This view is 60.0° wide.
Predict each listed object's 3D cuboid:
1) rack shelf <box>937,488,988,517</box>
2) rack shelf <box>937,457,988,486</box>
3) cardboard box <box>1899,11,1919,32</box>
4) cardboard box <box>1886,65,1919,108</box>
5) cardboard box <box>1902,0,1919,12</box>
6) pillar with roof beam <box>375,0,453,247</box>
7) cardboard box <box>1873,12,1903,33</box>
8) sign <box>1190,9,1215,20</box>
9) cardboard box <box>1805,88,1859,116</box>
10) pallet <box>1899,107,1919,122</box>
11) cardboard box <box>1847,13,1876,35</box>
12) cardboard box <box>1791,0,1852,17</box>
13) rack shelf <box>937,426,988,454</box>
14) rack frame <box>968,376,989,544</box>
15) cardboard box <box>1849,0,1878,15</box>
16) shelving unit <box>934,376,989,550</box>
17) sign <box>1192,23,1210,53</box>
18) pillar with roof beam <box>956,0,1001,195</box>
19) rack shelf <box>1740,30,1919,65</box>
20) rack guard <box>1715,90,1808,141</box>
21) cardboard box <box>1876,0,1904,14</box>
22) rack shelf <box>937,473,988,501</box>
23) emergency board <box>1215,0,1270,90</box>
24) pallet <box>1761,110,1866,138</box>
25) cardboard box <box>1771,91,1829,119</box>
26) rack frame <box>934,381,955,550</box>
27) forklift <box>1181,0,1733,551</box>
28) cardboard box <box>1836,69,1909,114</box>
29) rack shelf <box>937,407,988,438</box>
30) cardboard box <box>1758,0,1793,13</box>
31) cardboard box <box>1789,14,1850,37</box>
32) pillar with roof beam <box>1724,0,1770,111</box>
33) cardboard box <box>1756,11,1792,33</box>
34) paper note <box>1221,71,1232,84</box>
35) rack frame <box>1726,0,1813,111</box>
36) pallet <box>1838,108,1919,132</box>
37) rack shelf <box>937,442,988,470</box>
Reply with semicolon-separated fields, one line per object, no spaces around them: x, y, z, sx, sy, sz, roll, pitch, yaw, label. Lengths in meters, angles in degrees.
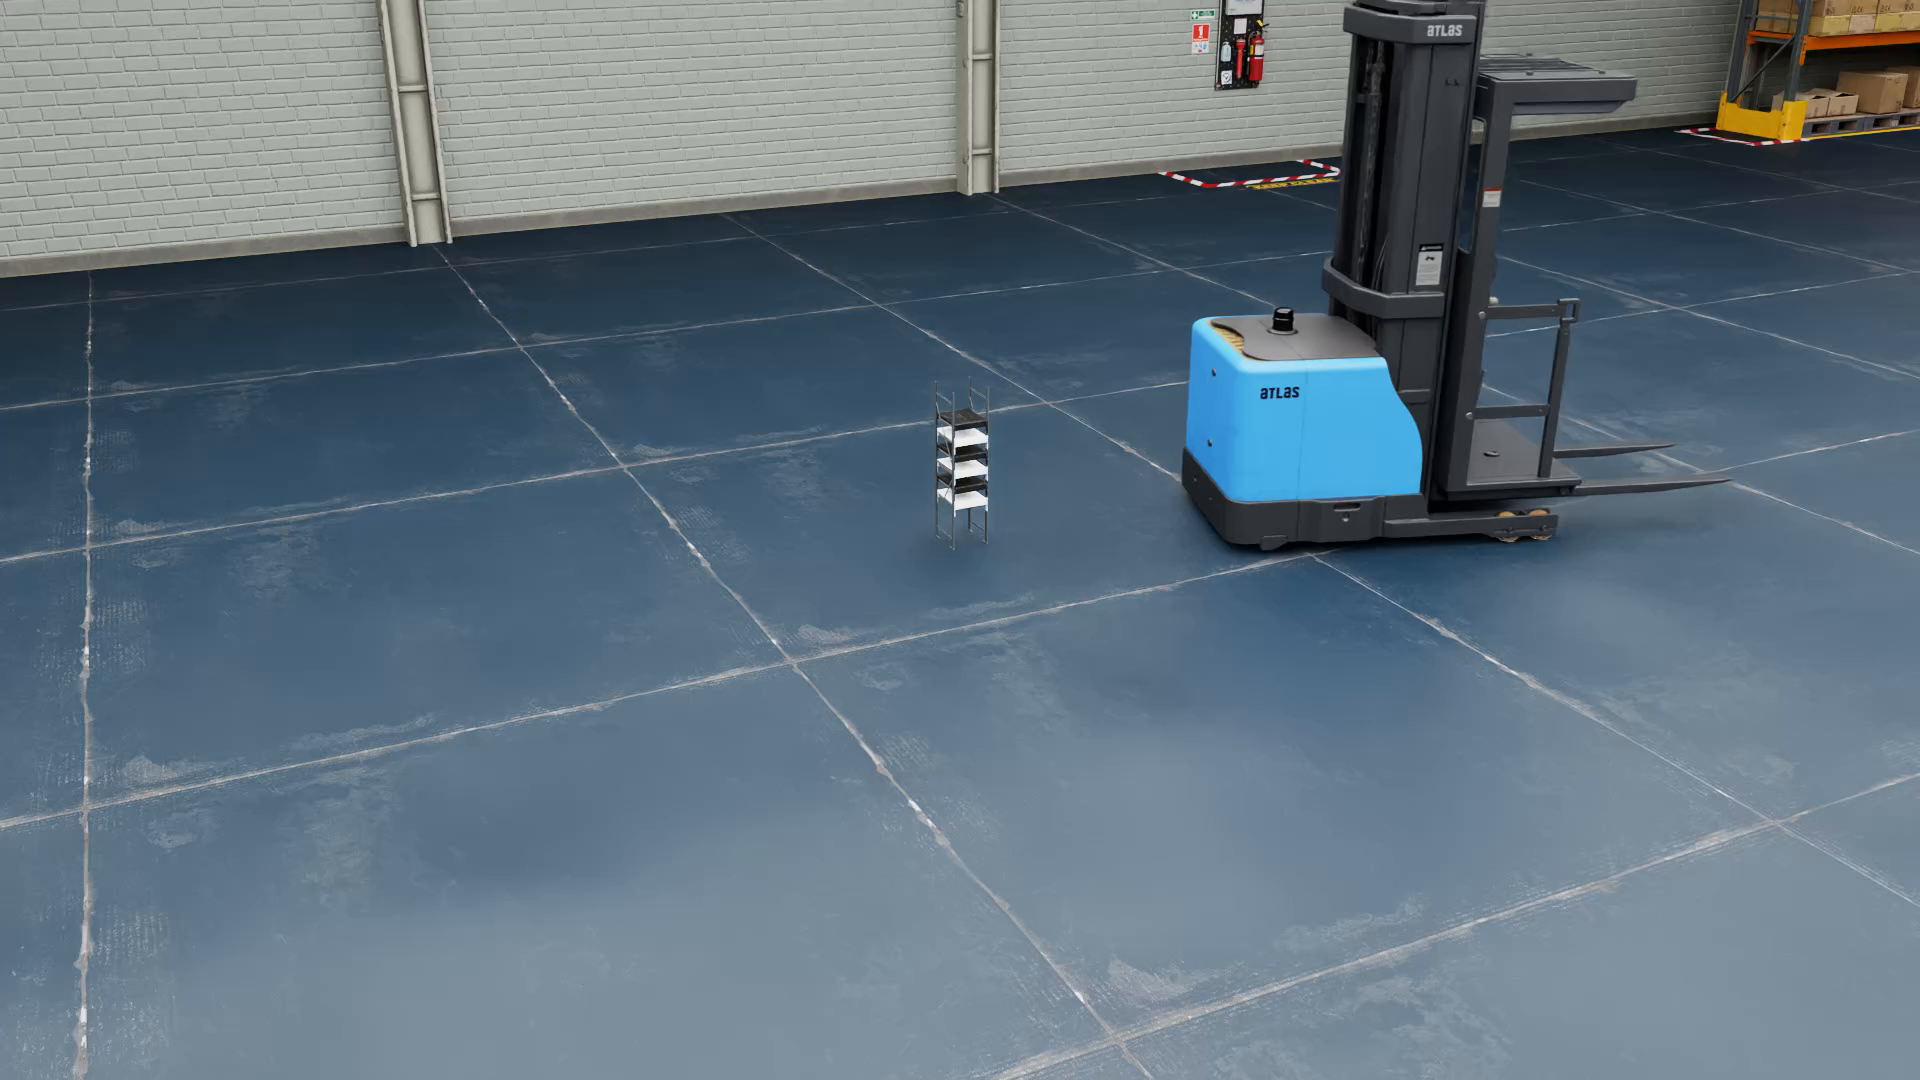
0.007;-0.220;9.163;0.200;0.077;0.258;-10;25;-24;rack shelf
0.007;-0.386;9.094;0.200;0.077;0.258;-10;25;-24;rack shelf
12.712;-7.056;22.544;0.500;0.250;0.500;-10;25;-23;cardboard box
13.441;-6.414;23.516;0.500;0.500;0.500;-12;26;-28;cardboard box
12.693;-7.402;22.399;0.500;0.500;0.500;-10;24;-22;cardboard box
-3.342;-5.605;11.024;0.400;9.000;9.100;-10;25;-24;pillar with roof beam
12.255;-6.973;22.343;0.500;0.250;0.500;-11;25;-24;cardboard box
2.826;-6.113;19.357;0.331;0.109;0.001;-10;25;-24;sign
11.931;-6.027;22.829;0.500;0.311;0.500;-8;24;-19;cardboard box
13.769;-6.139;23.806;1.213;0.211;1.003;-10;25;-24;pallet
11.794;-6.891;22.144;0.500;0.250;0.500;-11;25;-25;cardboard box
11.315;-7.150;21.791;0.500;0.500;0.500;-10;25;-24;cardboard box
0.007;-0.553;9.025;0.200;0.077;0.258;-10;25;-24;rack shelf
0.099;-0.434;9.122;0.006;0.900;0.240;-10;25;-24;rack frame
11.765;-7.229;21.980;0.500;0.500;0.500;-10;25;-23;cardboard box
0.007;-0.417;9.081;0.210;0.900;0.258;-10;25;-24;shelving unit
2.818;-5.870;19.463;0.234;0.329;0.001;-10;25;-24;sign
2.064;-6.600;13.429;0.400;9.000;9.100;-10;25;-24;pillar with roof beam
12.557;-6.887;22.907;4.000;0.370;1.077;-10;25;-24;rack shelf
10.823;-5.746;22.477;0.348;0.500;1.175;-10;25;-24;rack guard
12.233;-7.312;22.182;0.500;0.500;0.500;-11;25;-25;cardboard box
0.007;-0.303;9.128;0.200;0.077;0.258;-10;25;-24;rack shelf
3.360;-5.910;19.606;0.643;1.169;0.194;-10;25;-24;emergency board
11.570;-5.735;22.828;1.213;0.211;1.003;-10;25;-24;pallet
11.417;-5.933;22.601;0.500;0.311;0.500;-14;26;-30;cardboard box
-0.084;-0.400;9.040;0.006;0.900;0.240;-10;25;-24;rack frame
2.874;-1.539;9.135;3.031;2.935;1.130;-3;23;-8;forklift
12.613;-6.219;23.045;0.500;0.500;0.700;-12;25;-27;cardboard box
0.007;-0.636;8.991;0.200;0.077;0.258;-10;25;-24;rack shelf
11.087;-7.326;22.215;0.500;0.500;0.500;-11;25;-24;cardboard box
11.332;-6.799;21.924;0.500;0.250;0.500;-11;25;-25;cardboard box
12.877;-8.591;18.237;0.400;9.000;9.100;-10;25;-24;pillar with roof beam
11.092;-6.972;22.342;0.500;0.250;0.500;-10;25;-23;cardboard box
3.171;-5.498;19.761;0.142;0.148;0.016;-10;25;-24;paper note
10.754;-6.888;21.968;0.127;3.000;1.000;-10;25;-24;rack frame
12.668;-5.936;23.313;1.213;0.211;1.003;-10;25;-24;pallet
0.007;-0.469;9.059;0.200;0.077;0.258;-10;25;-24;rack shelf
